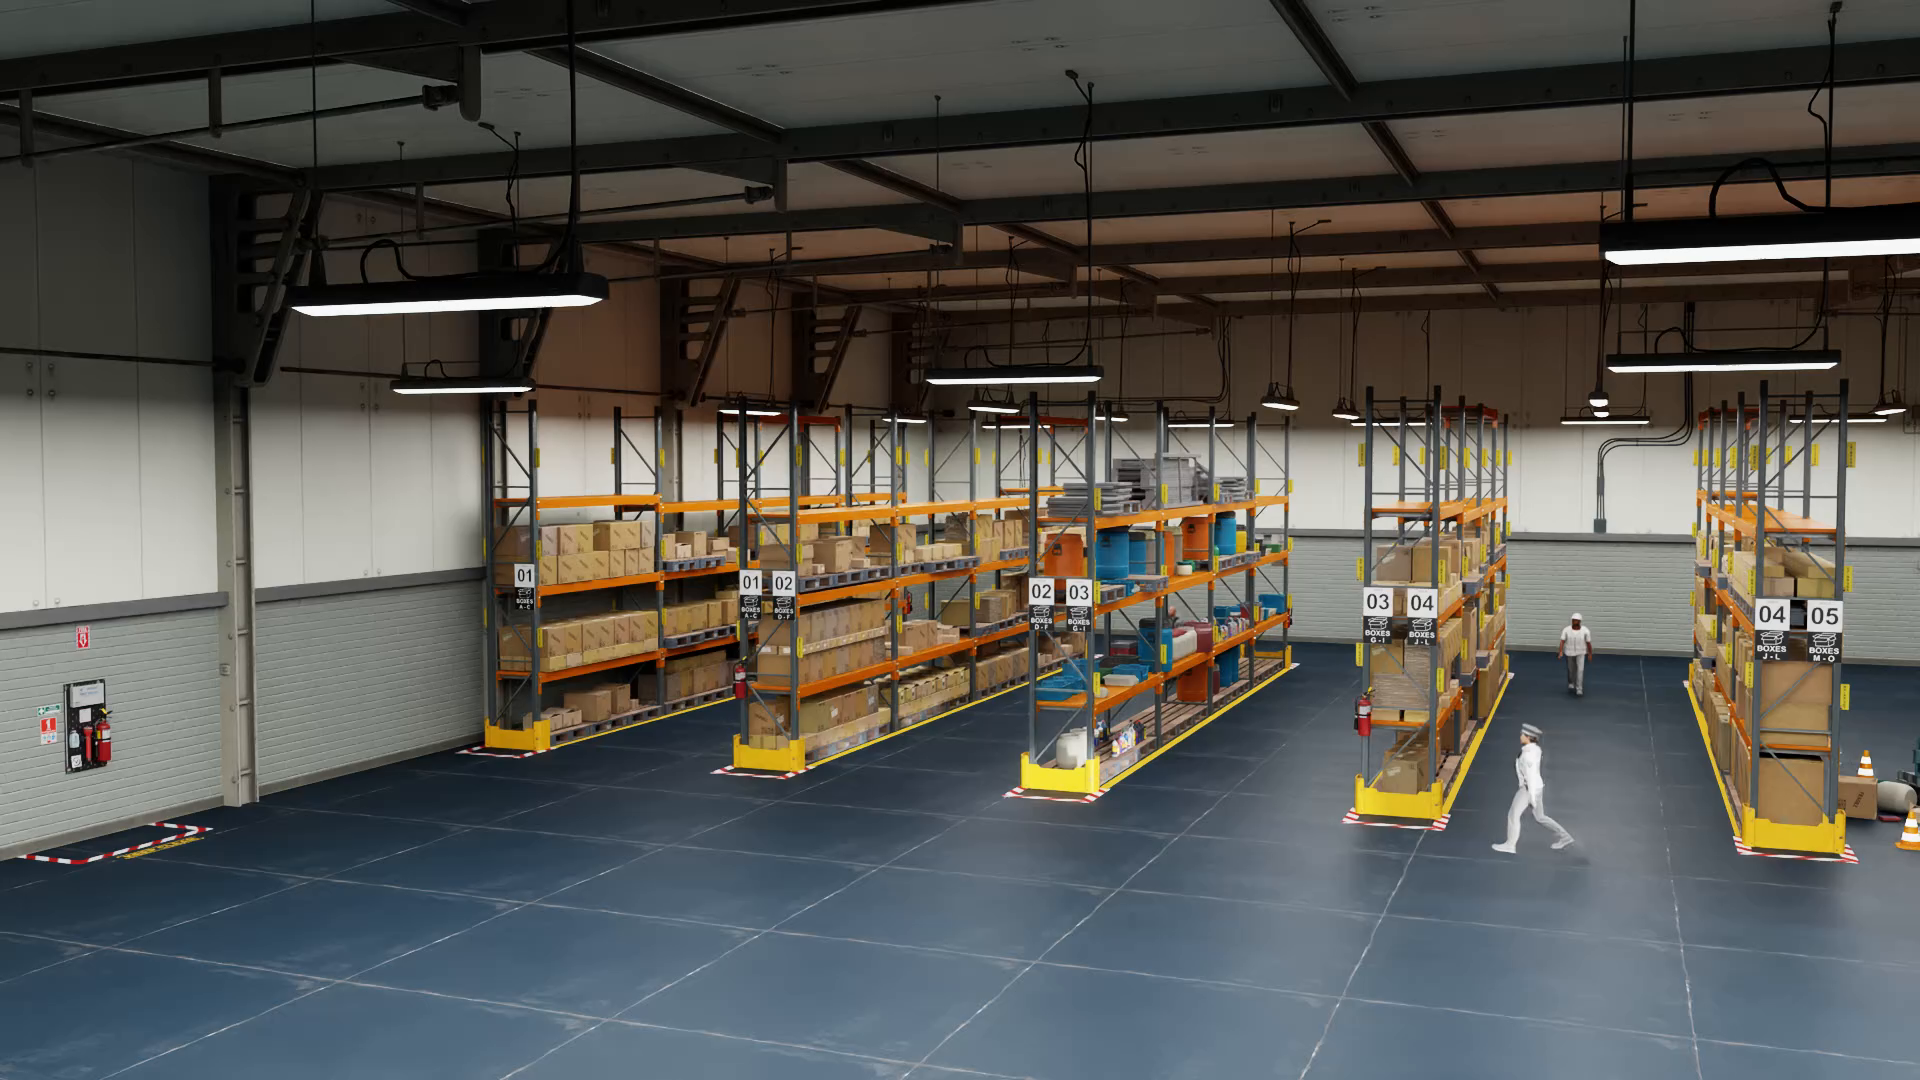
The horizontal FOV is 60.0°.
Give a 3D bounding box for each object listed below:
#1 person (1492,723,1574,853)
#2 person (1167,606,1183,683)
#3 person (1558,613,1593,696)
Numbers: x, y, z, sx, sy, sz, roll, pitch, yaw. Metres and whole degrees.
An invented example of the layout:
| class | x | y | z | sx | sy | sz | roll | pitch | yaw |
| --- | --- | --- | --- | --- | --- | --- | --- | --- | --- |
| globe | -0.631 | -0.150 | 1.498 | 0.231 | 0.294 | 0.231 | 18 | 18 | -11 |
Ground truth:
| class | x | y | z | sx | sy | sz | roll | pitch | yaw |
| --- | --- | --- | --- | --- | --- | --- | --- | --- | --- |
| person | 7.221 | 3.133 | 20.937 | 0.970 | 1.642 | 0.486 | 1 | 3 | 24 |
| person | 4.657 | 2.319 | 36.990 | 0.943 | 1.686 | 0.578 | -3 | 4 | -43 |
| person | 13.021 | 2.404 | 35.200 | 0.673 | 1.714 | 1.093 | 1 | 3 | 18 |
